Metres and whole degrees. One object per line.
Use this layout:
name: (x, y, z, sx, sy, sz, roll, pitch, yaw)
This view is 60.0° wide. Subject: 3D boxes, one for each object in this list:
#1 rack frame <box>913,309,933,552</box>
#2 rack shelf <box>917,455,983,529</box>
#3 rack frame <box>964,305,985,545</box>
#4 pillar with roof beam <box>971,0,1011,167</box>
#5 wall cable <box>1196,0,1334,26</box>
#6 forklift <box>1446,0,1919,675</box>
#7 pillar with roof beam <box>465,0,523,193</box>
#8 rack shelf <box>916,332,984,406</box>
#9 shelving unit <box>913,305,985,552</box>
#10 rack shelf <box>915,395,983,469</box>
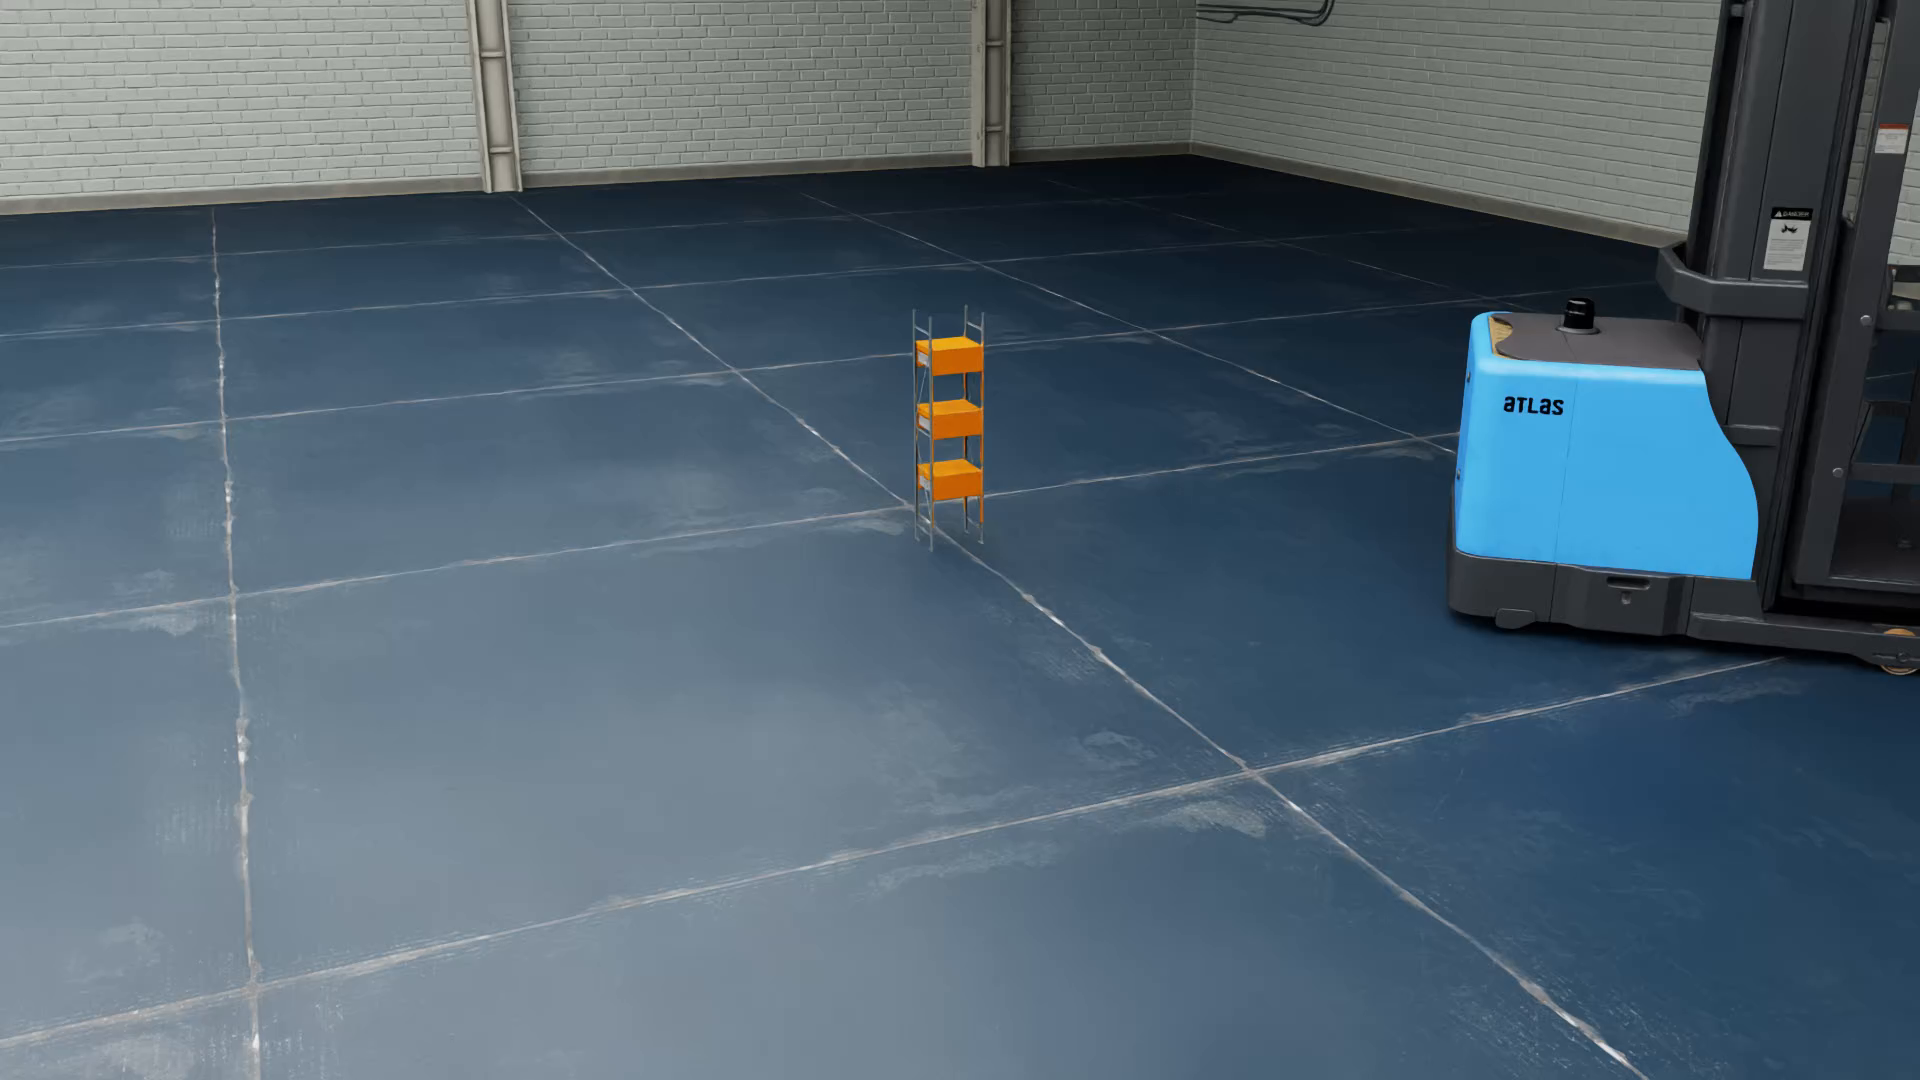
rack frame: (-0.161, -0.472, 7.282, 0.008, 1.050, 0.200, -8, 21, -22)
rack shelf: (-0.049, -0.216, 7.423, 0.240, 0.259, 0.215, -8, 21, -22)
rack frame: (0.063, -0.504, 7.373, 0.008, 1.050, 0.200, -8, 21, -22)
pillar with roof beam: (2.089, -7.640, 15.670, 0.400, 9.000, 9.100, -8, 21, -22)
wall cable: (3.612, -7.472, 19.870, 0.112, 2.526, 3.097, -8, 21, -22)
forklift: (3.503, -1.065, 6.134, 3.031, 2.935, 1.130, 5, 20, 14)
pillar with roof beam: (-3.420, -6.851, 13.429, 0.400, 9.000, 9.100, -8, 21, -22)
rack shelf: (-0.049, -0.746, 7.237, 0.240, 0.259, 0.215, -8, 21, -22)
shelving unit: (-0.049, -0.488, 7.328, 0.252, 1.050, 0.215, -8, 21, -22)
rack shelf: (-0.049, -0.478, 7.331, 0.240, 0.259, 0.215, -8, 21, -22)
